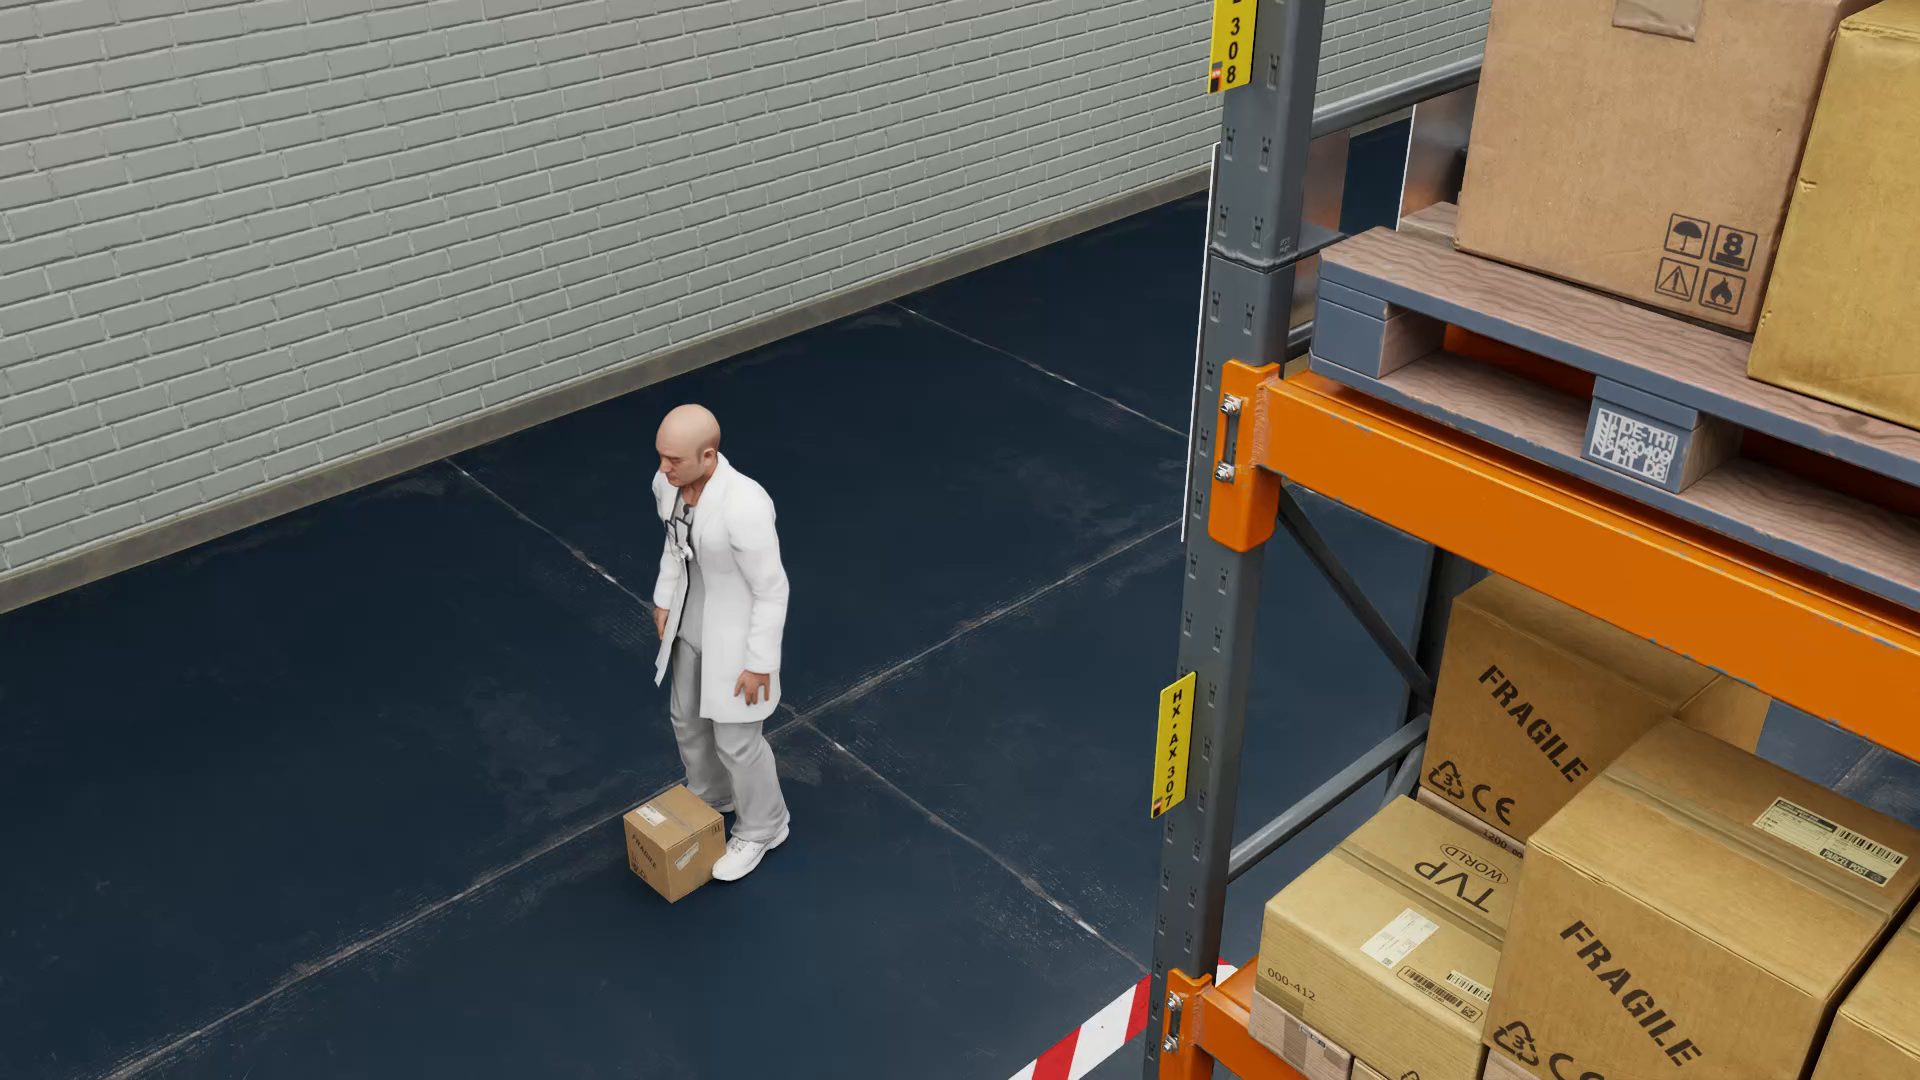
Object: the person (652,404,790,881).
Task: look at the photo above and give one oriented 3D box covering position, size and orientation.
[{"bbox_3d":[-0.823,0.323,5.619,0.426,1.773,0.640,-26,40,-36],"label":"person"}]
